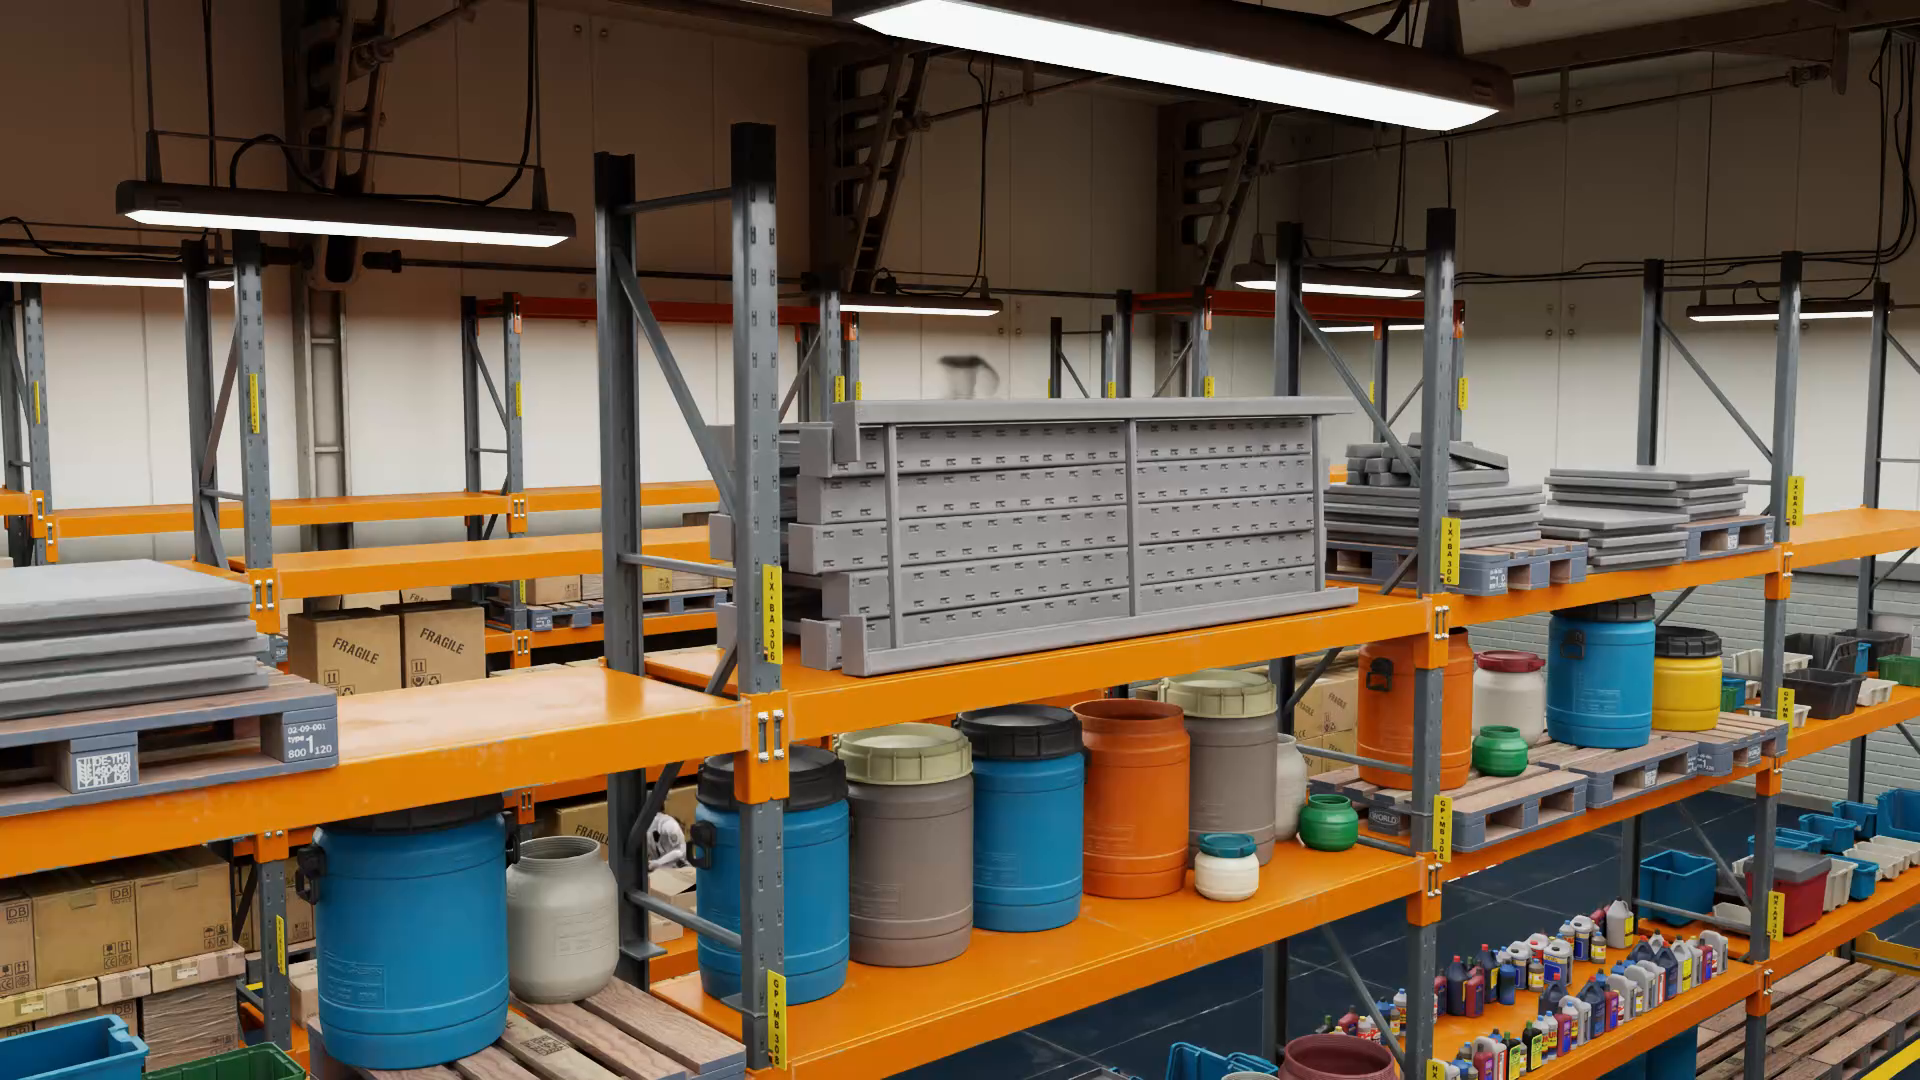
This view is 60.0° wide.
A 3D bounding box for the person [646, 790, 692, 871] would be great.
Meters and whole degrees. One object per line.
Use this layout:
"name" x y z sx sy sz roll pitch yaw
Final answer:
"person" -2.588 2.977 14.884 0.608 1.619 0.689 5 7 41
